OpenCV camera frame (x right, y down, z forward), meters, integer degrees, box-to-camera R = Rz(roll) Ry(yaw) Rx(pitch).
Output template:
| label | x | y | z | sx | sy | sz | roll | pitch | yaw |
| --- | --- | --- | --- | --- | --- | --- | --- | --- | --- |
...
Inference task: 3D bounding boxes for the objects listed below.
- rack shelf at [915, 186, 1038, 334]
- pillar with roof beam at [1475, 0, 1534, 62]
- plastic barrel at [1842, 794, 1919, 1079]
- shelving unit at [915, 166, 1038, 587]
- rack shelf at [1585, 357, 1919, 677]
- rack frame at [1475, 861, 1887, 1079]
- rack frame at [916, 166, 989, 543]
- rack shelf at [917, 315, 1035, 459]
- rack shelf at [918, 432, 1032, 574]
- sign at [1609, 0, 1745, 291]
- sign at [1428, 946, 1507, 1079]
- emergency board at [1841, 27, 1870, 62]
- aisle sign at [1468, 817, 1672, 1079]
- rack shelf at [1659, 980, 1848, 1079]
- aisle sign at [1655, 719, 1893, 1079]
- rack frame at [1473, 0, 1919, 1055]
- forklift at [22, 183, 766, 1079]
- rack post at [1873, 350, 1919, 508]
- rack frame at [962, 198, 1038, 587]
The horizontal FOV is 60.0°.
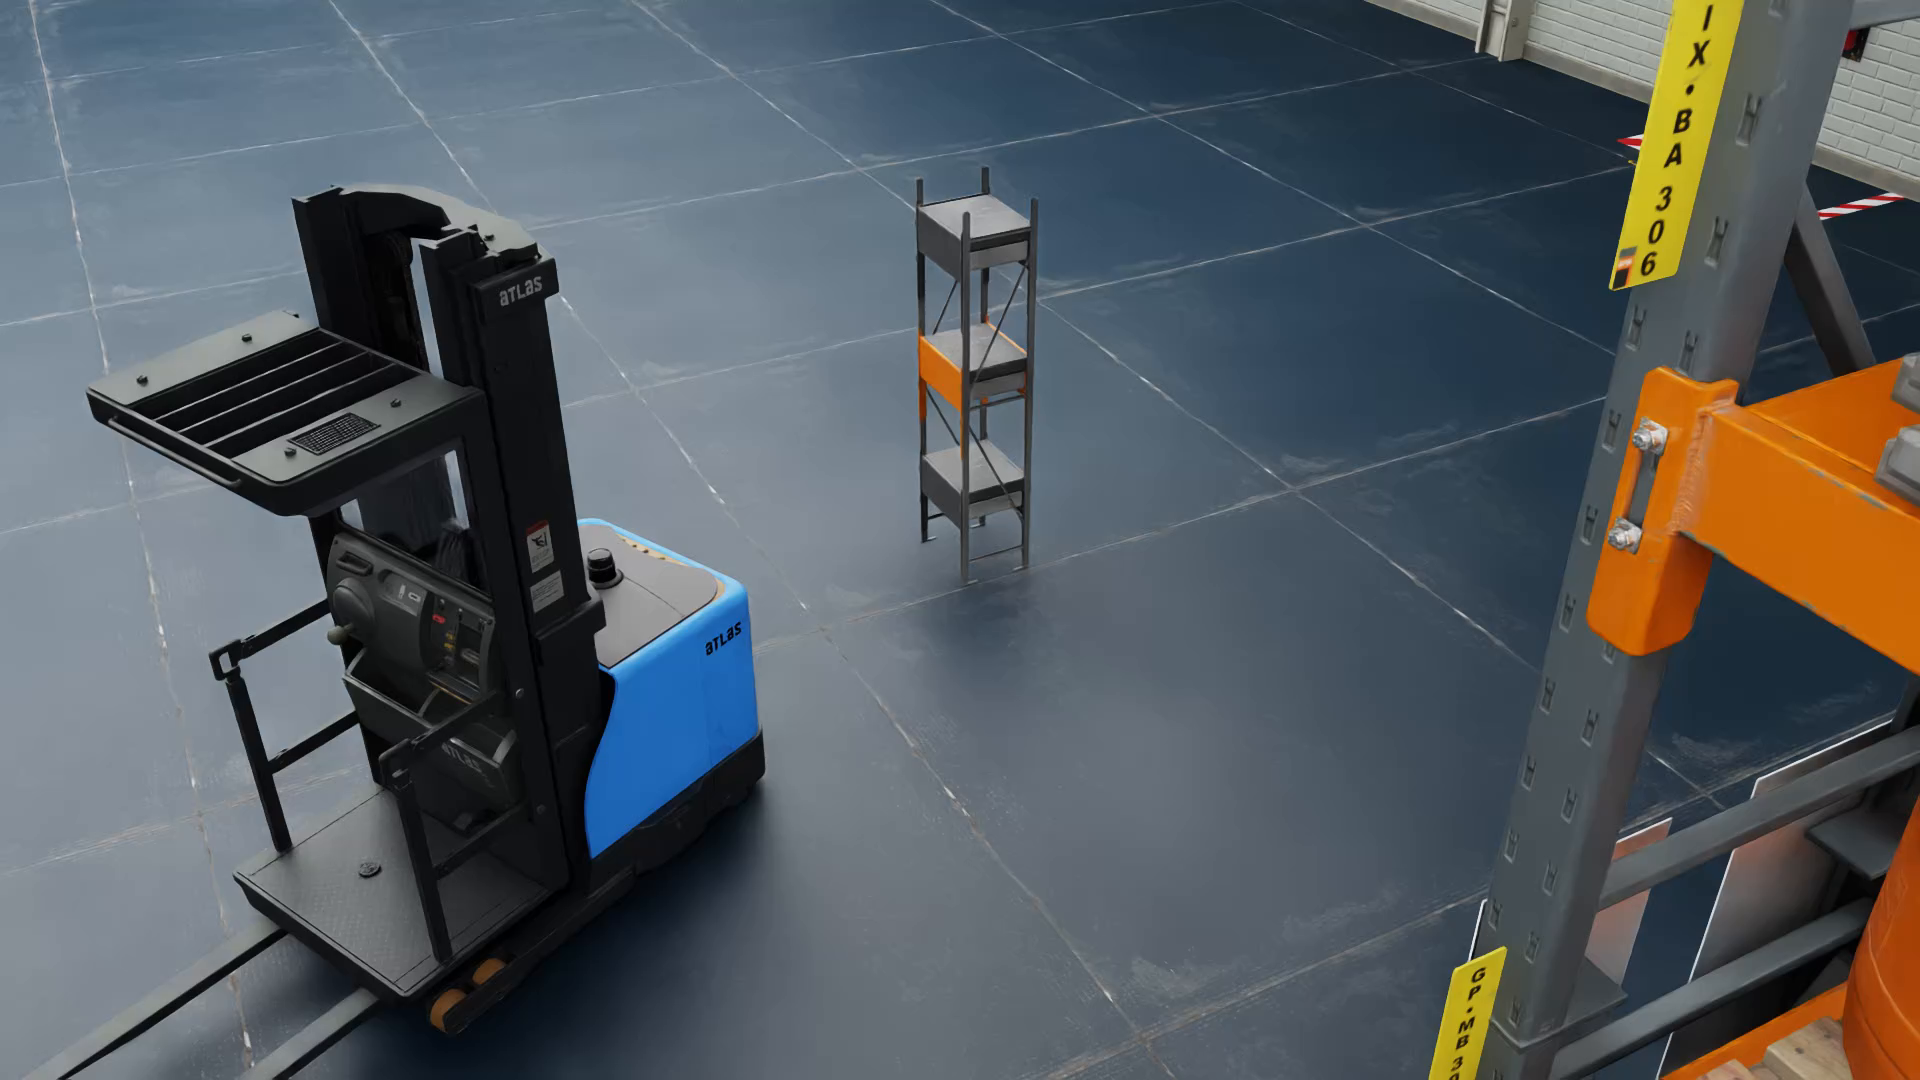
| label | x | y | z | sx | sy | sz | roll | pitch | yaw |
| --- | --- | --- | --- | --- | --- | --- | --- | --- | --- |
| rack shelf | 0.077 | -1.383 | 8.190 | 0.431 | 0.518 | 0.480 | -16 | 36 | -23 |
| pillar with roof beam | 1.701 | -7.668 | 12.876 | 9.100 | 9.000 | 0.400 | -16 | 36 | -23 |
| plastic barrel | 1.588 | 0.457 | 2.188 | 0.600 | 0.830 | 0.708 | -16 | 36 | -23 |
| shelving unit | 0.077 | -0.805 | 8.560 | 0.431 | 2.100 | 0.503 | -16 | 36 | -23 |
| rack shelf | 2.181 | 0.777 | 0.732 | 1.077 | 0.370 | 4.000 | -16 | 36 | -23 |
| rack frame | 1.249 | 1.878 | 3.539 | 1.000 | 3.000 | 0.127 | -16 | 36 | -23 |
| rack frame | -0.037 | -0.922 | 8.742 | 0.400 | 2.100 | 0.015 | -16 | 36 | -23 |
| rack shelf | 0.077 | -0.794 | 8.568 | 0.431 | 0.518 | 0.480 | -16 | 36 | -23 |
| rack shelf | 0.077 | -0.204 | 8.945 | 0.431 | 0.518 | 0.480 | -16 | 36 | -23 |
| sign | 0.760 | -0.424 | 1.764 | 0.100 | 0.325 | 0.005 | -16 | 36 | -23 |
| sign | 0.760 | 0.747 | 2.514 | 0.100 | 0.325 | 0.005 | -16 | 36 | -23 |
| emergency board | 7.189 | -4.550 | 13.571 | 0.194 | 1.169 | 0.643 | -16 | 36 | -23 |
| aisle sign | 0.956 | 0.822 | 2.776 | 0.394 | 0.787 | 0.004 | -16 | 36 | -23 |
| rack shelf | 2.181 | 1.872 | 1.434 | 1.077 | 0.370 | 4.000 | -16 | 36 | -23 |
| aisle sign | 1.478 | 0.674 | 3.007 | 0.394 | 0.787 | 0.004 | -16 | 36 | -23 |
| rack frame | 1.249 | -0.648 | 1.920 | 1.000 | 3.000 | 0.127 | -16 | 36 | -23 |
| forklift | -2.156 | 0.342 | 6.000 | 1.130 | 2.935 | 3.031 | 22 | 39 | 30 |
| rack post | 1.489 | -0.045 | 1.442 | 0.937 | 0.300 | 0.954 | -12 | 35 | -18 |
| rack frame | 0.191 | -0.689 | 8.379 | 0.400 | 2.100 | 0.015 | -16 | 36 | -23 |
